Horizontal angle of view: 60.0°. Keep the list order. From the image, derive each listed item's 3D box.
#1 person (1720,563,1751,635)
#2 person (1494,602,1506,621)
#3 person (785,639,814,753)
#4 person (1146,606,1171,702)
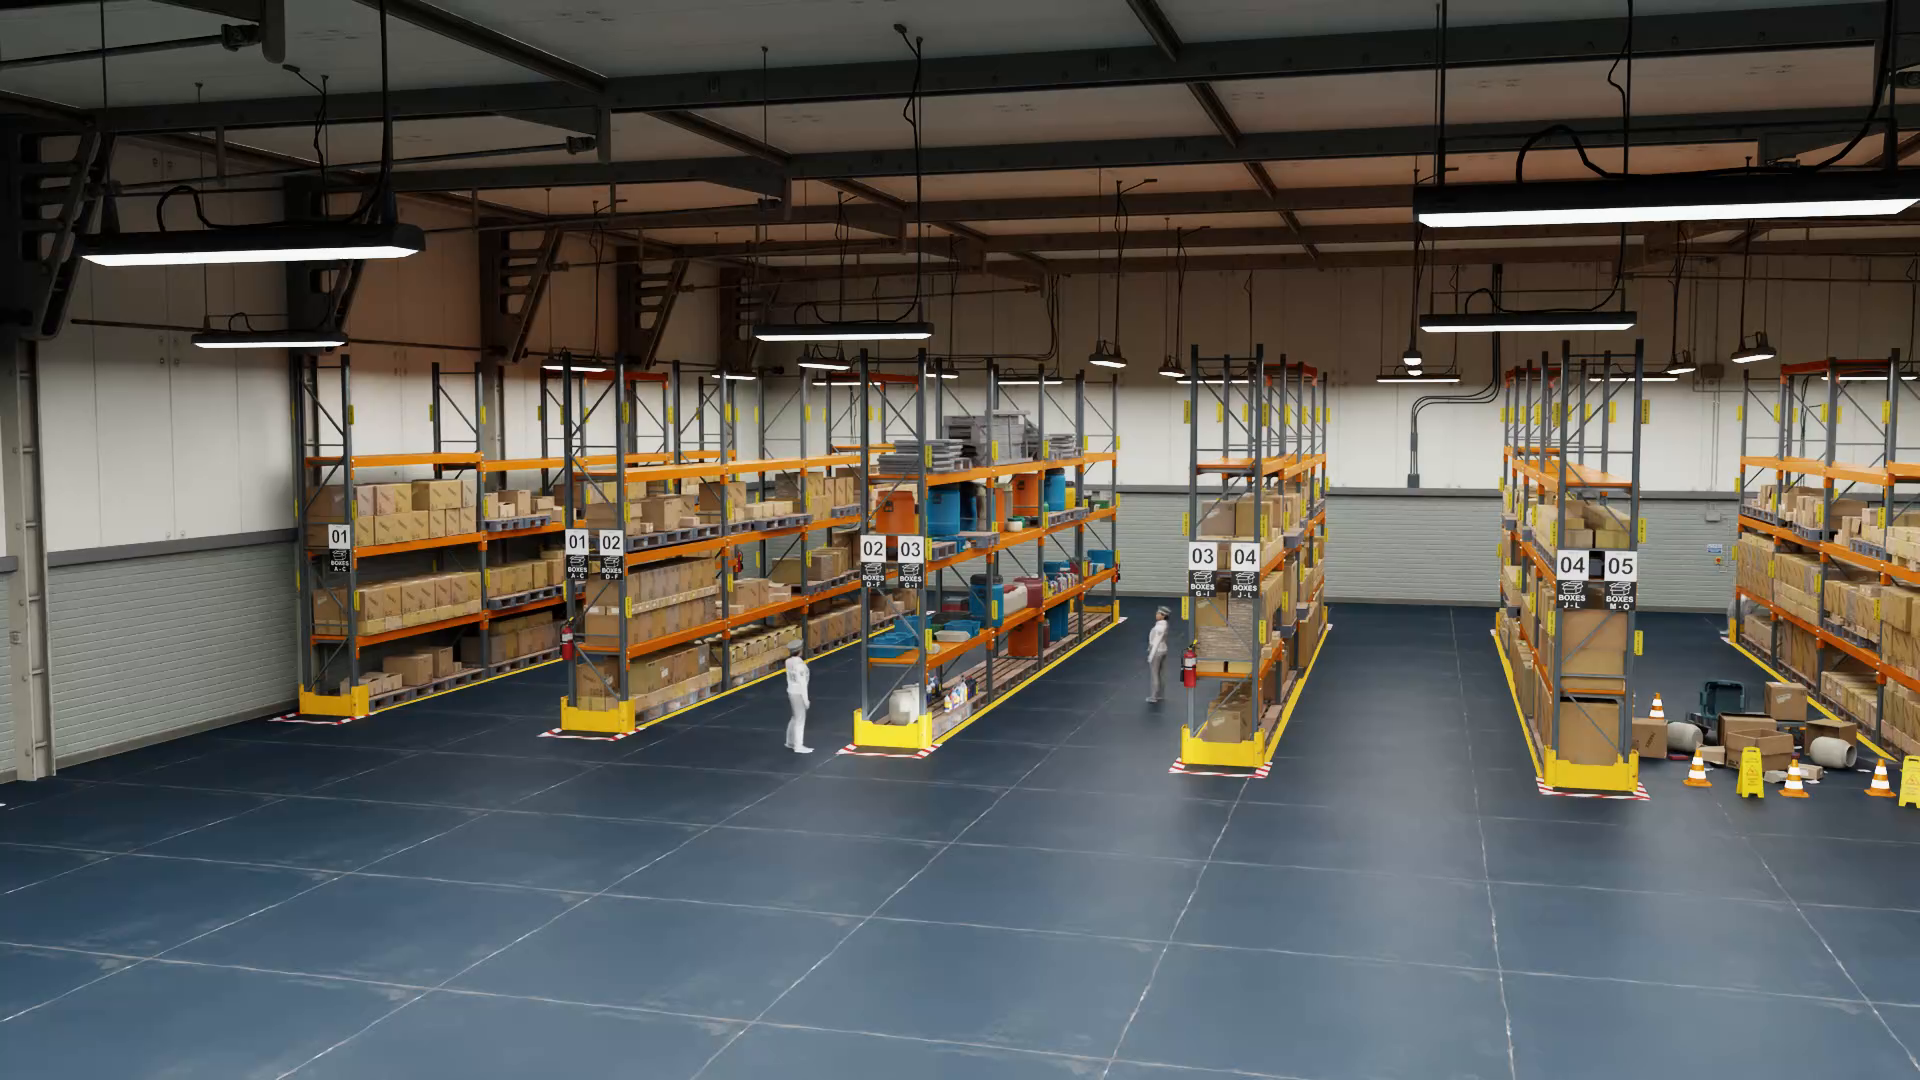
[{"bbox_3d":[17.684,1.306,37.578,0.900,1.742,0.602,1,4,12],"label":"person"},{"bbox_3d":[13.365,1.117,40.188,1.115,1.731,0.624,-4,6,-42],"label":"person"},{"bbox_3d":[-2.398,2.326,24.724,0.402,1.727,0.557,-1,4,-17],"label":"person"},{"bbox_3d":[3.442,1.988,29.042,0.470,1.699,0.508,2,5,27],"label":"person"}]
